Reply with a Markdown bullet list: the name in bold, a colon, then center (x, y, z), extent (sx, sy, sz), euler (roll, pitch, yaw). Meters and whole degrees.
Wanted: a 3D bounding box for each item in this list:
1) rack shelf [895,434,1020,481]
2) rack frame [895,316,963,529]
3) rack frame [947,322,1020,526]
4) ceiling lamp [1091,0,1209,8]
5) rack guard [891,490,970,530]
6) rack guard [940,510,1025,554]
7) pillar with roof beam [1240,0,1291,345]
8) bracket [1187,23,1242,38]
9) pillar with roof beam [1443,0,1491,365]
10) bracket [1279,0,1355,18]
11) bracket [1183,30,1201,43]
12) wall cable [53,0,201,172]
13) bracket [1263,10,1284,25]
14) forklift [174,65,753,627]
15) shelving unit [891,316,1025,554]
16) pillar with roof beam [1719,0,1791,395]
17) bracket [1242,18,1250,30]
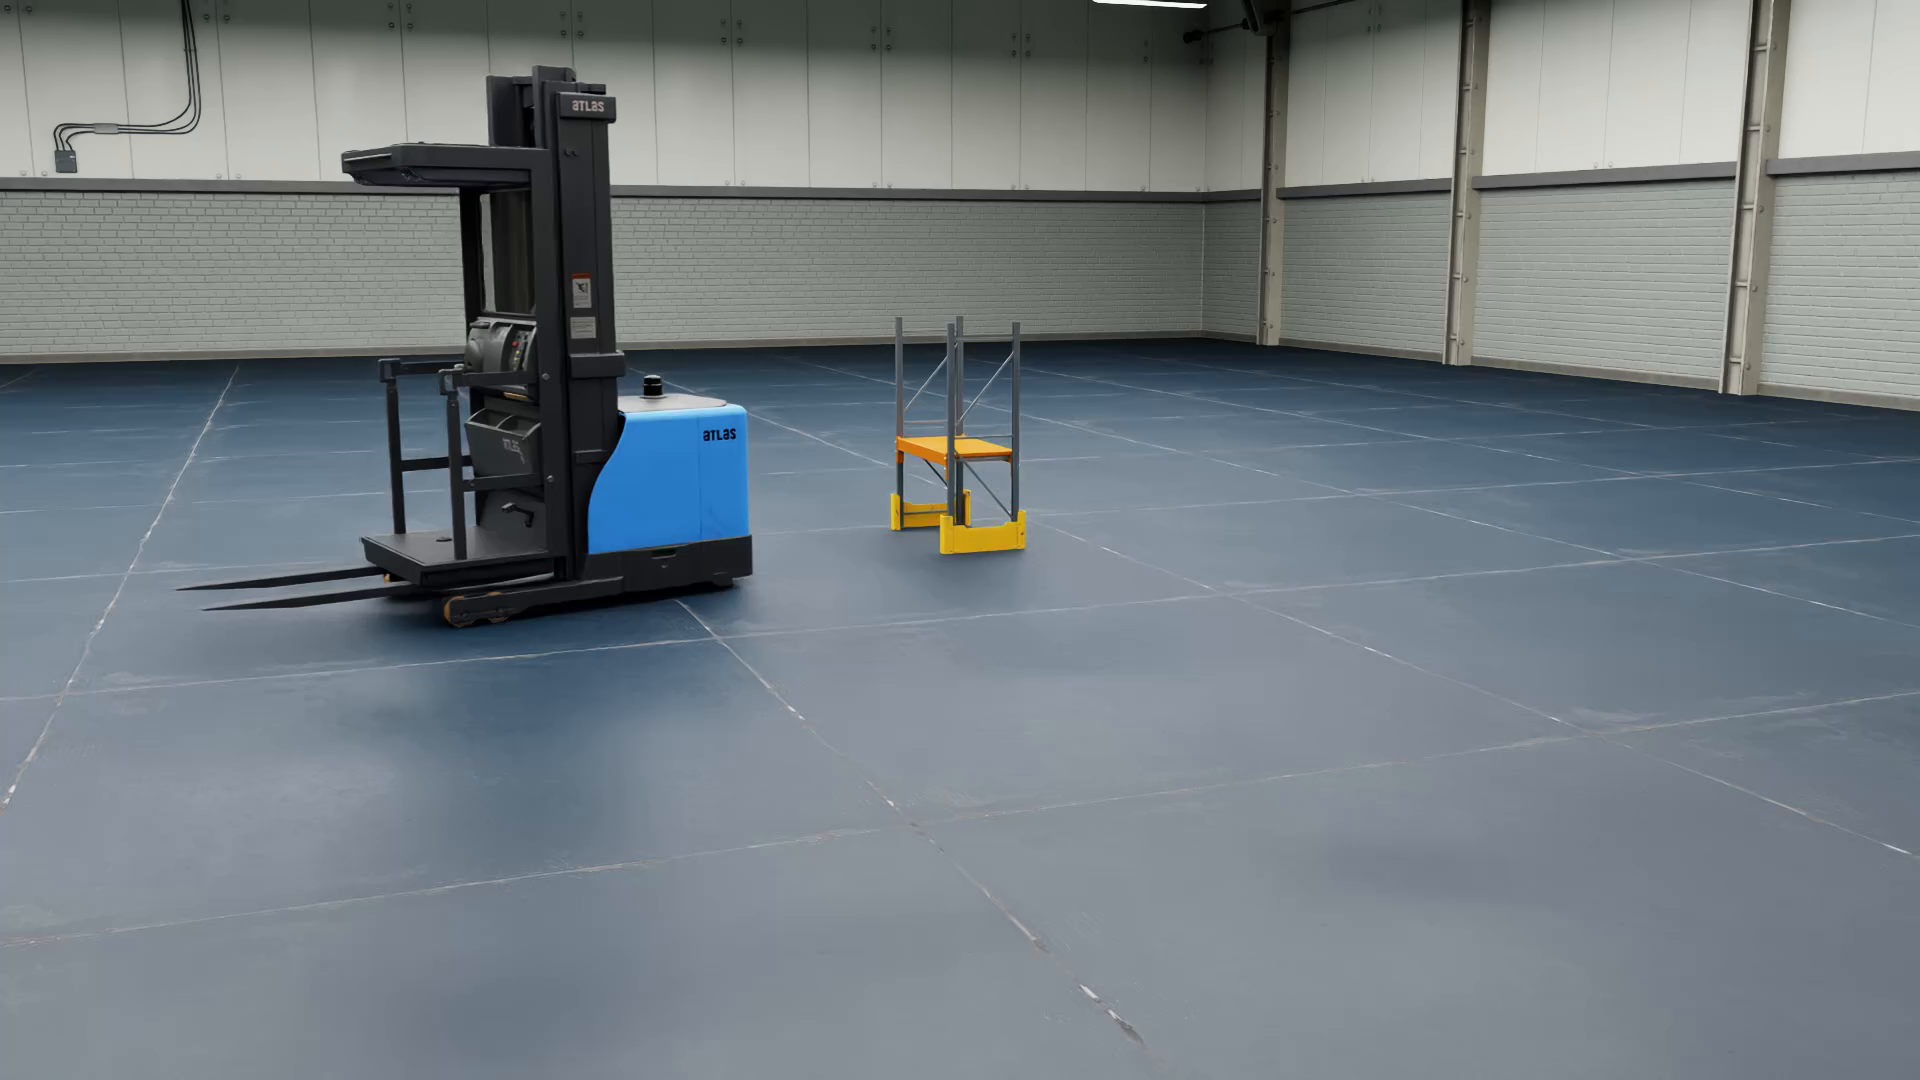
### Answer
- **rack shelf**: center (-0.031, -0.575, 11.399), extent (0.538, 0.185, 1.000), euler (-4, 11, -21)
- **rack frame**: center (-0.215, -0.835, 11.834), extent (0.500, 1.500, 0.032), euler (-4, 11, -21)
- **rack frame**: center (0.153, -0.669, 10.901), extent (0.500, 1.500, 0.032), euler (-4, 11, -21)
- **ceiling lamp**: center (3.006, -10.306, 26.996), extent (2.000, 3.185, 0.800), euler (-4, 11, -21)
- **rack guard**: center (-0.208, -0.217, 11.925), extent (0.587, 0.250, 0.087), euler (-4, 11, -21)
- **rack guard**: center (0.153, -0.054, 11.011), extent (0.587, 0.250, 0.087), euler (-4, 11, -21)
- **pillar with roof beam**: center (2.216, -8.104, 31.286), extent (9.100, 9.000, 0.548), euler (-4, 11, -21)
- **bracket**: center (5.103, -10.485, 34.394), extent (0.076, 0.066, 3.189), euler (-4, 11, -21)
- **pillar with roof beam**: center (4.391, -7.125, 25.781), extent (9.100, 9.000, 0.400), euler (-4, 11, -21)
- **bracket**: center (6.982, -9.639, 29.635), extent (0.076, 0.066, 4.783), euler (-4, 11, -21)
- **bracket**: center (4.889, -10.582, 34.936), extent (0.235, 0.232, 0.430), euler (-4, 11, -21)
- **wall cable**: center (-14.111, -9.218, 27.834), extent (2.305, 6.003, 0.169), euler (-4, 11, -21)
- **bracket**: center (6.048, -10.060, 32.000), extent (0.235, 0.232, 0.430), euler (-4, 11, -21)
- **forklift**: center (-2.720, -1.084, 9.146), extent (3.031, 2.935, 1.130), euler (-7, 12, -36)
- **shelving unit**: center (-0.028, -0.751, 11.359), extent (0.587, 1.500, 1.083), euler (-4, 11, -21)
- **pillar with roof beam**: center (6.565, -6.146, 20.275), extent (9.100, 9.000, 0.400), euler (-4, 11, -21)
- **bracket**: center (5.748, -10.195, 32.761), extent (0.235, 0.232, 0.430), euler (-4, 11, -21)
